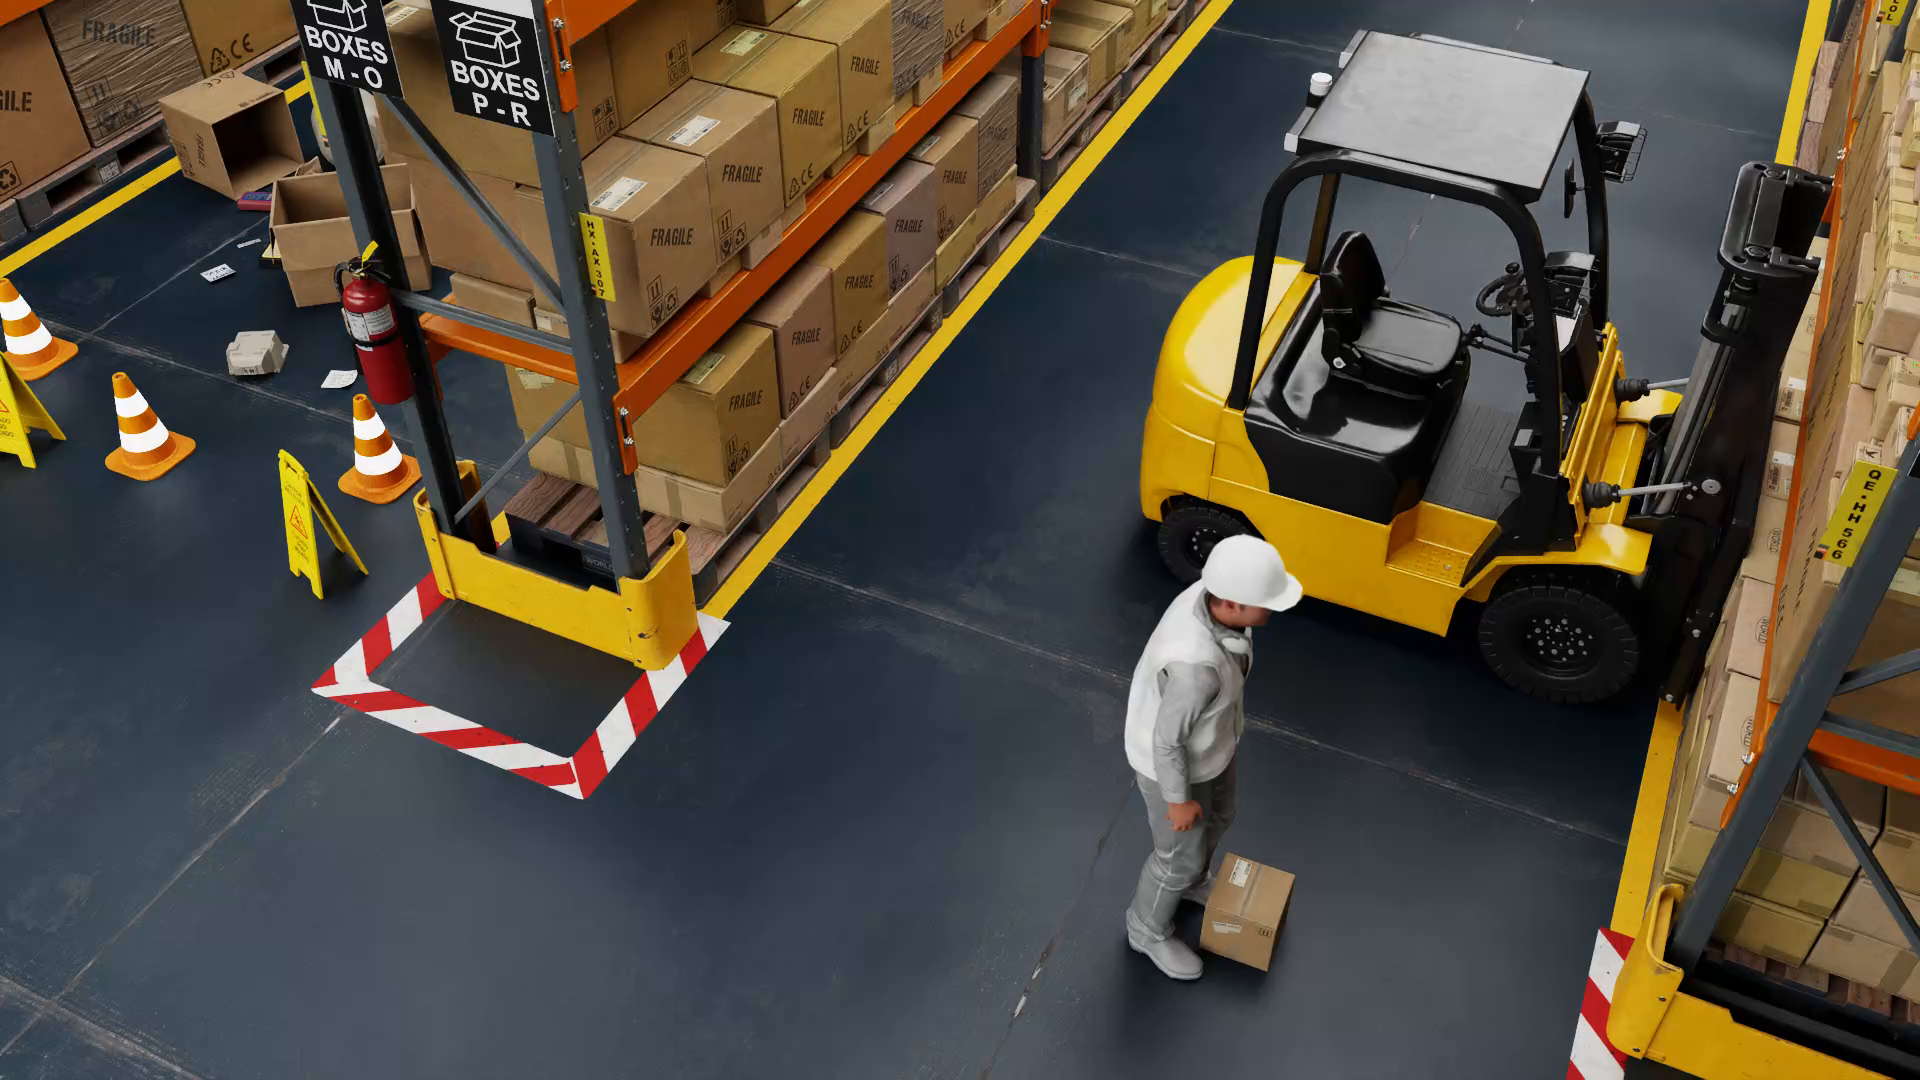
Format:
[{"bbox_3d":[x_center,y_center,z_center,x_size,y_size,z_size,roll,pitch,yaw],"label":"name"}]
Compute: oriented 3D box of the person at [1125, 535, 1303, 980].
[{"bbox_3d":[0.773,0.666,5.392,0.466,1.771,0.584,17,44,18],"label":"person"}]
